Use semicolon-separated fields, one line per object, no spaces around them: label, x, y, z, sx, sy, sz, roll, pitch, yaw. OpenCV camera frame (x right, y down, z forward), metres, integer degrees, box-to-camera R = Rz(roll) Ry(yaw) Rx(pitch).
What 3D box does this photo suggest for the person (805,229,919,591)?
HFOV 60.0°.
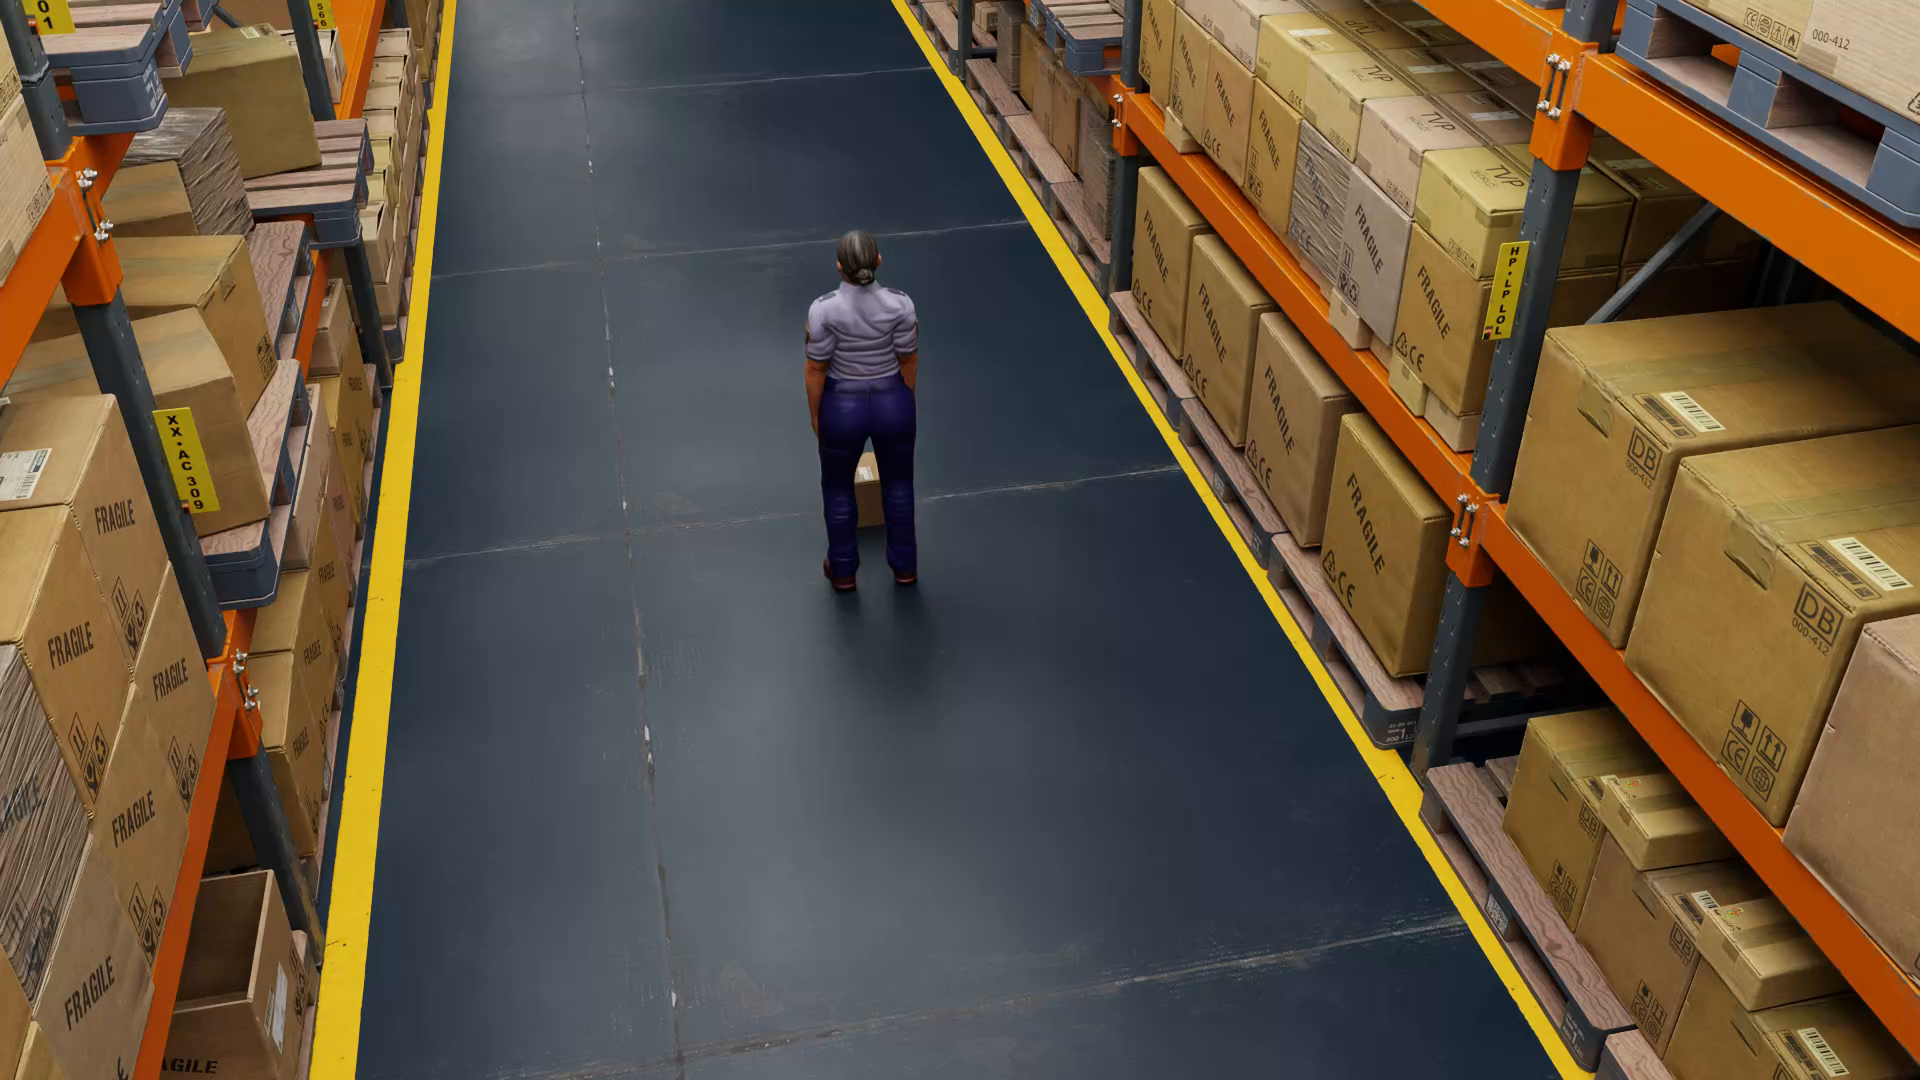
person;-0.407;-0.529;6.941;0.466;1.659;0.343;-6;35;-9
